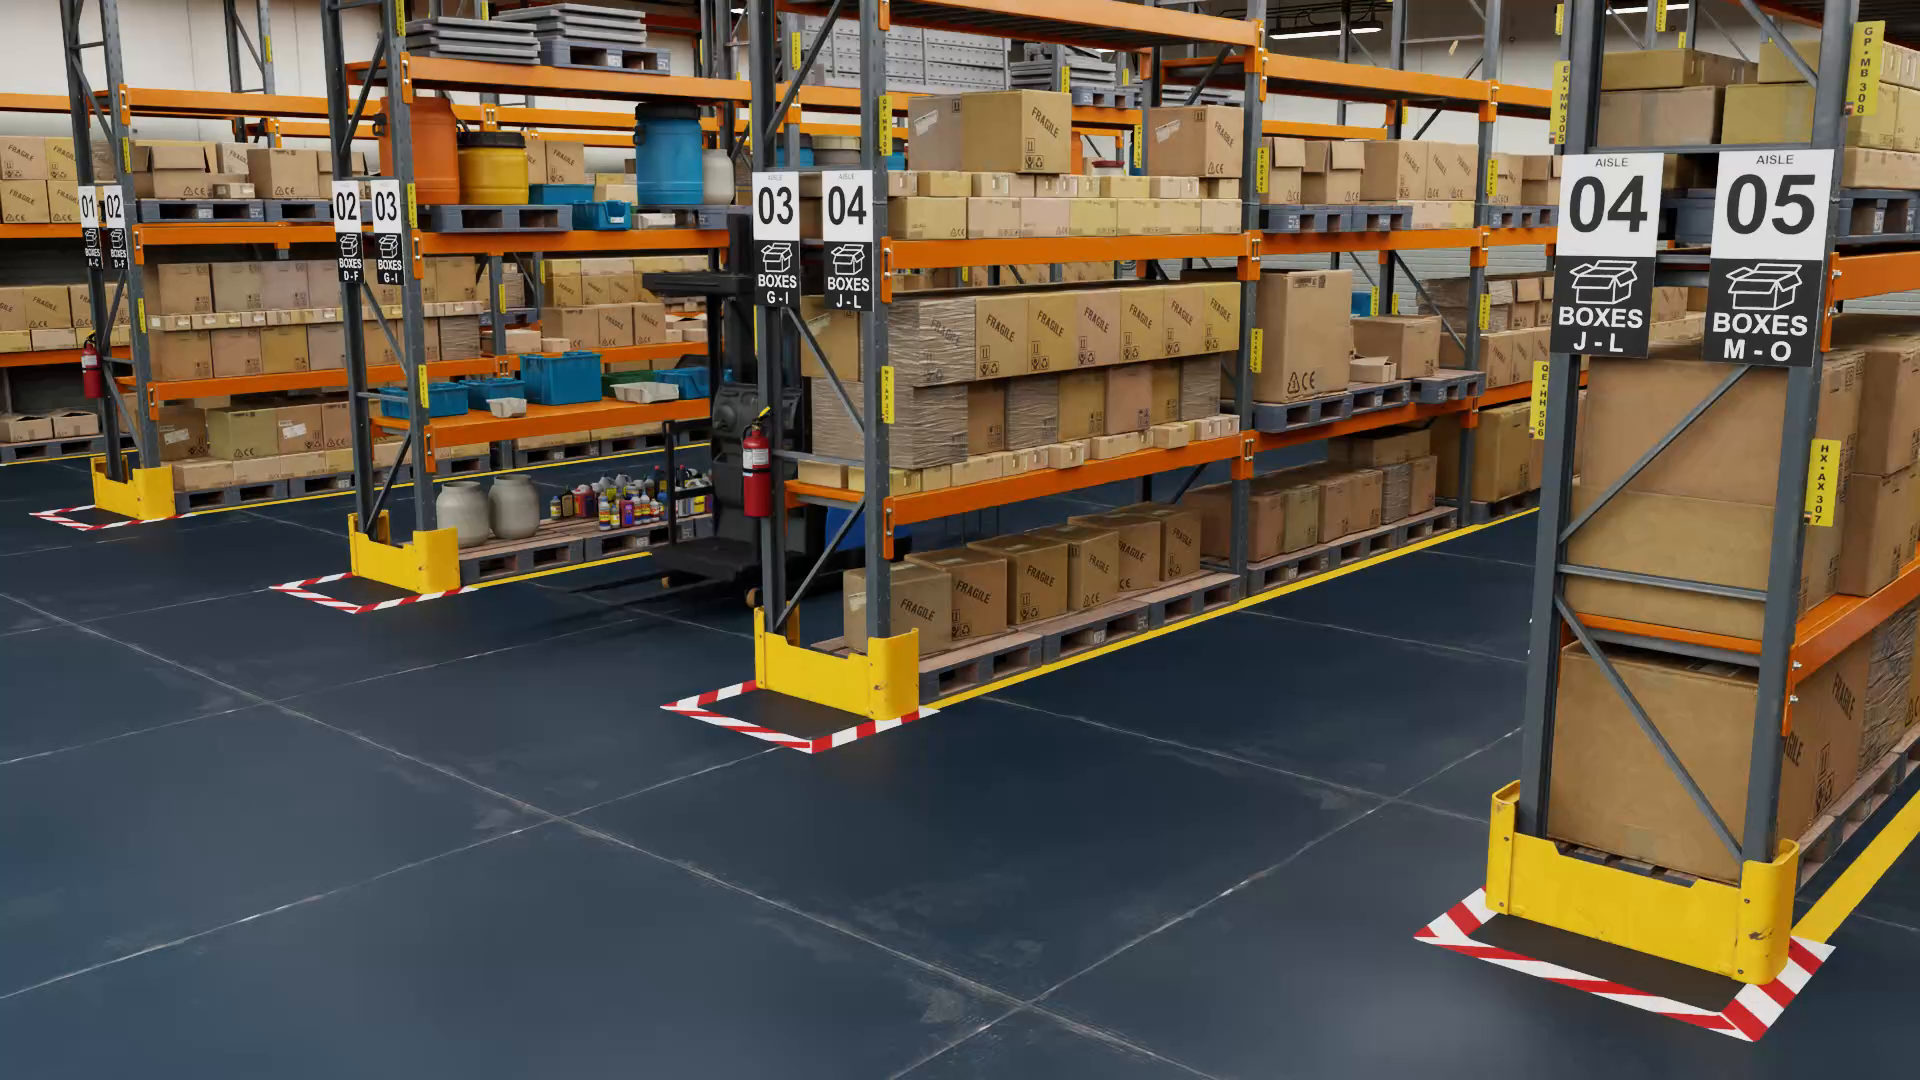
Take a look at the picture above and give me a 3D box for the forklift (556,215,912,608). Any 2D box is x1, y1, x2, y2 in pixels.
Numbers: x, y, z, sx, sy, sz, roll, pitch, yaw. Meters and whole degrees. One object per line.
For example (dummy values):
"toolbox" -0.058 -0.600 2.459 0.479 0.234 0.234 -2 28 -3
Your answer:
"forklift" -1.735 -1.021 12.877 1.130 2.935 3.031 9 15 39

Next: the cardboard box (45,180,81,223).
"cardboard box" -10.858 -4.101 20.158 0.500 0.500 0.500 11 16 43

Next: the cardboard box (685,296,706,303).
"cardboard box" -4.511 -4.196 27.535 0.500 0.500 0.500 10 15 41

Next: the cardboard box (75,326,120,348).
"cardboard box" -10.755 -2.522 20.551 0.500 0.250 0.500 9 15 39

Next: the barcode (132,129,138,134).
"barcode" -10.588 -5.245 21.343 0.001 0.075 0.075 10 15 40

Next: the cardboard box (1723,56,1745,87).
"cardboard box" 3.136 -1.987 7.158 0.380 0.149 0.250 10 15 41

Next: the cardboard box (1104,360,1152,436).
"cardboard box" 0.860 -1.051 11.839 0.875 0.500 0.500 10 15 40

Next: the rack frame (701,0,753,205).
"rack frame" -2.984 -5.882 21.723 1.000 3.000 0.127 10 15 40

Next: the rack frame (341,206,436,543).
"rack frame" -4.546 -1.122 13.208 1.000 3.000 0.127 10 15 40

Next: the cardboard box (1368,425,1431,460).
"cardboard box" 4.035 -0.914 15.511 0.500 0.250 0.500 11 15 43

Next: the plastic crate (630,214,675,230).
"plastic crate" -2.662 -2.764 14.443 0.243 0.136 0.396 10 15 40

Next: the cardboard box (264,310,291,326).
"cardboard box" -7.163 -2.312 17.255 0.380 0.149 0.250 9 14 38

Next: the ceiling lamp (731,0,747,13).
"ceiling lamp" -2.510 -9.487 24.871 0.800 3.185 2.000 10 15 40

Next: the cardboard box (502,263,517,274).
"cardboard box" -6.912 -4.108 25.124 0.380 0.149 0.250 7 14 33

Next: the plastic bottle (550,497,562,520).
"plastic bottle" -3.663 -0.292 15.076 0.097 0.201 0.097 0 11 0

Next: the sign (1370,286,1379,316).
"sign" 4.036 -2.298 16.139 0.100 0.325 0.005 10 15 40

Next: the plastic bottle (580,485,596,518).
"plastic bottle" -3.396 -0.352 15.167 0.061 0.283 0.133 10 15 40

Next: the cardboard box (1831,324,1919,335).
"cardboard box" 4.469 -0.809 8.504 0.875 0.550 0.550 10 15 40

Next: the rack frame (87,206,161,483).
"rack frame" -8.264 -1.763 16.418 1.000 3.000 0.127 10 15 40

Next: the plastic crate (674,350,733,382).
"plastic crate" -2.347 -1.619 15.858 0.767 0.338 0.504 10 15 40

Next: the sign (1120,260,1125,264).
"sign" 2.701 -4.765 27.685 0.100 0.325 0.005 10 15 40

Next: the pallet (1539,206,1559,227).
"pallet" 5.576 -3.303 16.954 1.003 0.211 1.213 11 16 43

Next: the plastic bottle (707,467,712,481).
"plastic bottle" -2.445 -0.598 16.428 0.097 0.271 0.097 0 11 0

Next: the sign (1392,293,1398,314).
"sign" 6.440 -3.487 24.634 0.100 0.325 0.005 10 15 40

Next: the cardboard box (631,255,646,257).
"cardboard box" -5.234 -4.554 27.414 0.500 0.250 0.500 9 14 38

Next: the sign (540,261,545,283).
"sign" -6.293 -4.040 25.064 0.100 0.325 0.005 10 15 40

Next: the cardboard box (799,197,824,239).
"cardboard box" -0.698 -1.983 10.243 0.500 0.250 0.500 10 15 42

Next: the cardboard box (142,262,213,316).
"cardboard box" -7.912 -2.523 16.655 0.700 0.500 0.500 10 15 41

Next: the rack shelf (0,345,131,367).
"rack shelf" -10.668 -2.344 21.165 1.077 0.370 4.000 10 15 40

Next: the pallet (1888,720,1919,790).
"pallet" 4.913 1.055 9.427 1.003 0.211 1.213 10 15 40

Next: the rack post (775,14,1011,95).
"rack post" -0.670 -5.051 17.054 1.013 1.000 3.121 10 15 40

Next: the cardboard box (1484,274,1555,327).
"cardboard box" 5.820 -2.500 17.292 0.797 0.503 0.637 10 15 42

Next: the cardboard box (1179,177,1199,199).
"cardboard box" 1.472 -2.502 11.826 0.380 0.149 0.250 9 14 38

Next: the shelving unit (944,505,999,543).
"shelving unit" 0.109 -0.613 15.254 0.258 1.200 0.503 10 15 40

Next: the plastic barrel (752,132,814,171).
"plastic barrel" -1.733 -3.530 16.327 0.600 0.901 0.708 10 15 40

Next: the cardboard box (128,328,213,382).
"cardboard box" -7.947 -1.879 16.743 0.700 0.500 0.500 10 15 40

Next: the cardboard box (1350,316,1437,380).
"cardboard box" 3.835 -1.734 14.945 0.500 0.500 0.700 -9 15 -39

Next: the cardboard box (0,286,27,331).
"cardboard box" -11.447 -2.738 19.718 0.500 0.500 0.500 10 15 40

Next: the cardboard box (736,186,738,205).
"cardboard box" -3.241 -4.469 21.620 0.500 0.250 0.500 8 14 36

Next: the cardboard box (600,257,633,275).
"cardboard box" -5.532 -4.339 26.335 0.500 0.250 0.500 10 15 41

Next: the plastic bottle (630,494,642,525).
"plastic bottle" -2.889 -0.277 14.819 0.097 0.271 0.097 0 11 0

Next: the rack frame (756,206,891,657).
"rack frame" -0.826 -0.481 10.002 1.000 3.000 0.127 10 15 40

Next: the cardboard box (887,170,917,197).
"cardboard box" -0.470 -2.085 9.737 0.380 0.149 0.250 10 15 40

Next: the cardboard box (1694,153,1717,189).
"cardboard box" 2.965 -1.558 7.046 0.380 0.149 0.250 10 15 41

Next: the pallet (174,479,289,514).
"pallet" -7.791 -0.513 17.281 1.003 0.211 1.213 10 15 40

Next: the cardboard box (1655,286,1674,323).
"cardboard box" 7.935 -2.796 19.299 0.500 0.500 0.500 10 15 40

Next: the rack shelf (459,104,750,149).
"rack shelf" -4.304 -5.039 20.359 1.077 0.370 4.000 10 15 40

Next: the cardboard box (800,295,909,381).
"cardboard box" -0.648 -1.280 10.430 0.500 0.500 0.500 10 15 40

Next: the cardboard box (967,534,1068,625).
"cardboard box" 0.395 0.267 11.566 0.500 0.500 0.500 -10 15 -42

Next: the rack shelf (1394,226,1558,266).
"rack shelf" 5.775 -3.071 17.145 1.077 0.370 4.000 10 15 40

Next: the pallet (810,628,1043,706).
"pallet" -0.213 0.760 10.907 1.003 0.211 1.213 10 15 40

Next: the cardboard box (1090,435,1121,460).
"cardboard box" 0.892 -0.658 11.529 0.380 0.149 0.250 10 15 40

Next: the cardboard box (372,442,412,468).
"cardboard box" -6.422 -0.965 18.369 0.500 0.250 0.500 10 15 40

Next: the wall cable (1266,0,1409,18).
"wall cable" 6.933 -10.919 30.364 3.097 2.526 0.112 10 15 40

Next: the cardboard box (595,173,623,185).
"cardboard box" -5.745 -5.559 26.386 0.700 0.500 0.500 11 16 43

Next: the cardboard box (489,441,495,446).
"cardboard box" -5.568 -1.307 20.085 0.500 0.250 0.500 10 15 40
